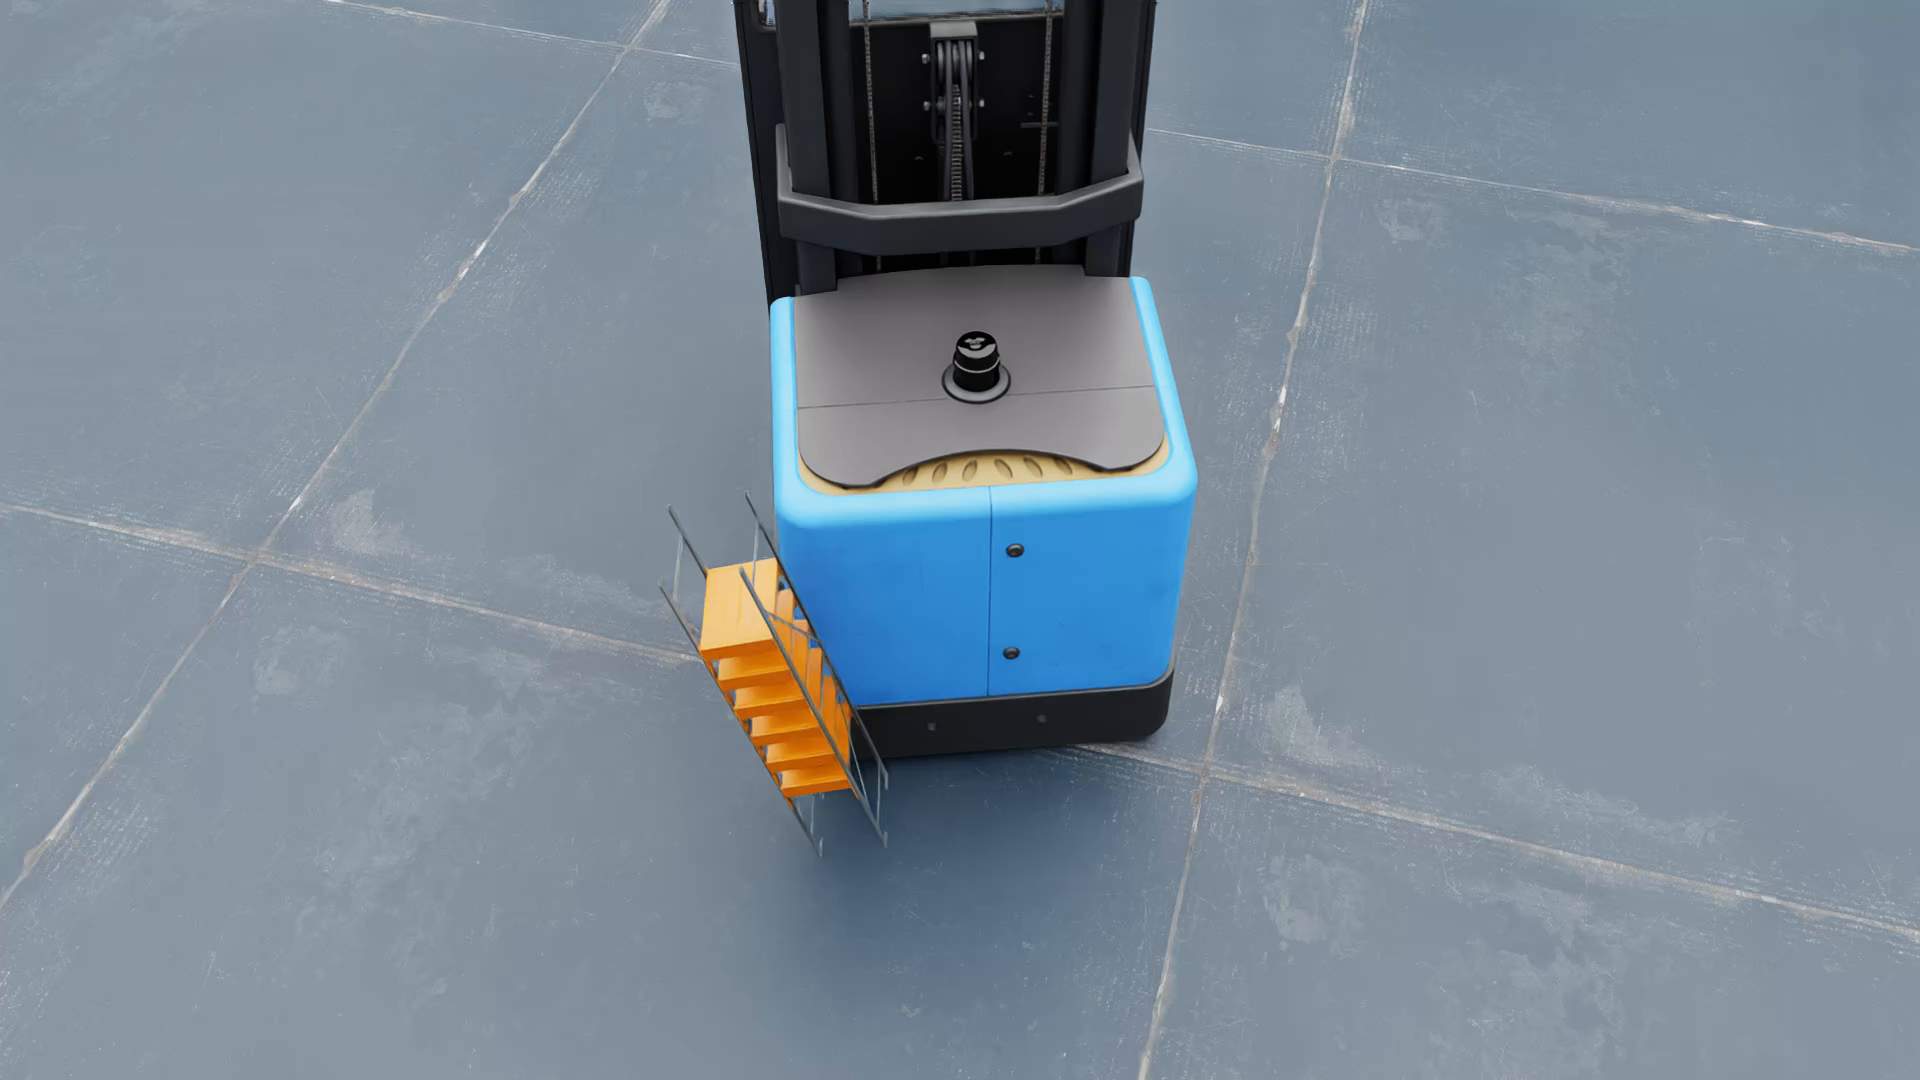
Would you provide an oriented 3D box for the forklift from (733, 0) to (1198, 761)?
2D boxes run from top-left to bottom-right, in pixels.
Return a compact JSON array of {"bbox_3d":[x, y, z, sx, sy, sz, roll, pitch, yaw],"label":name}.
[{"bbox_3d":[-0.060,-1.467,4.589,1.130,2.935,3.031,-4,49,-3],"label":"forklift"}]

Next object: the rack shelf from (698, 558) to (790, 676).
[{"bbox_3d":[-0.499,0.174,3.876,0.180,0.103,0.258,-10,48,9],"label":"rack shelf"}]

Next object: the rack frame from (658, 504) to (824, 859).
[{"bbox_3d":[-0.516,0.389,4.124,0.006,1.200,0.240,-10,48,9],"label":"rack frame"}]

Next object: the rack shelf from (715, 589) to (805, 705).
[{"bbox_3d":[-0.472,0.250,3.965,0.180,0.103,0.258,-10,48,9],"label":"rack shelf"}]

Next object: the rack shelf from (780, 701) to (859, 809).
[{"bbox_3d":[-0.361,0.554,4.319,0.180,0.103,0.258,-10,48,9],"label":"rack shelf"}]

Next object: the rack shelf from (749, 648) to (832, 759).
[{"bbox_3d":[-0.417,0.402,4.142,0.180,0.103,0.258,-10,48,9],"label":"rack shelf"}]

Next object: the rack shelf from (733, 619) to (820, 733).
[{"bbox_3d":[-0.444,0.326,4.053,0.180,0.103,0.258,-10,48,9],"label":"rack shelf"}]

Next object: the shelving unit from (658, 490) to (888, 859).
[{"bbox_3d":[-0.427,0.374,4.109,0.189,1.200,0.258,-10,48,9],"label":"shelving unit"}]

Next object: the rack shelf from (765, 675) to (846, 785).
[{"bbox_3d":[-0.389,0.478,4.231,0.180,0.103,0.258,-10,48,9],"label":"rack shelf"}]

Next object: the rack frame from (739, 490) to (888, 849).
[{"bbox_3d":[-0.338,0.359,4.095,0.006,1.200,0.240,-10,48,9],"label":"rack frame"}]
